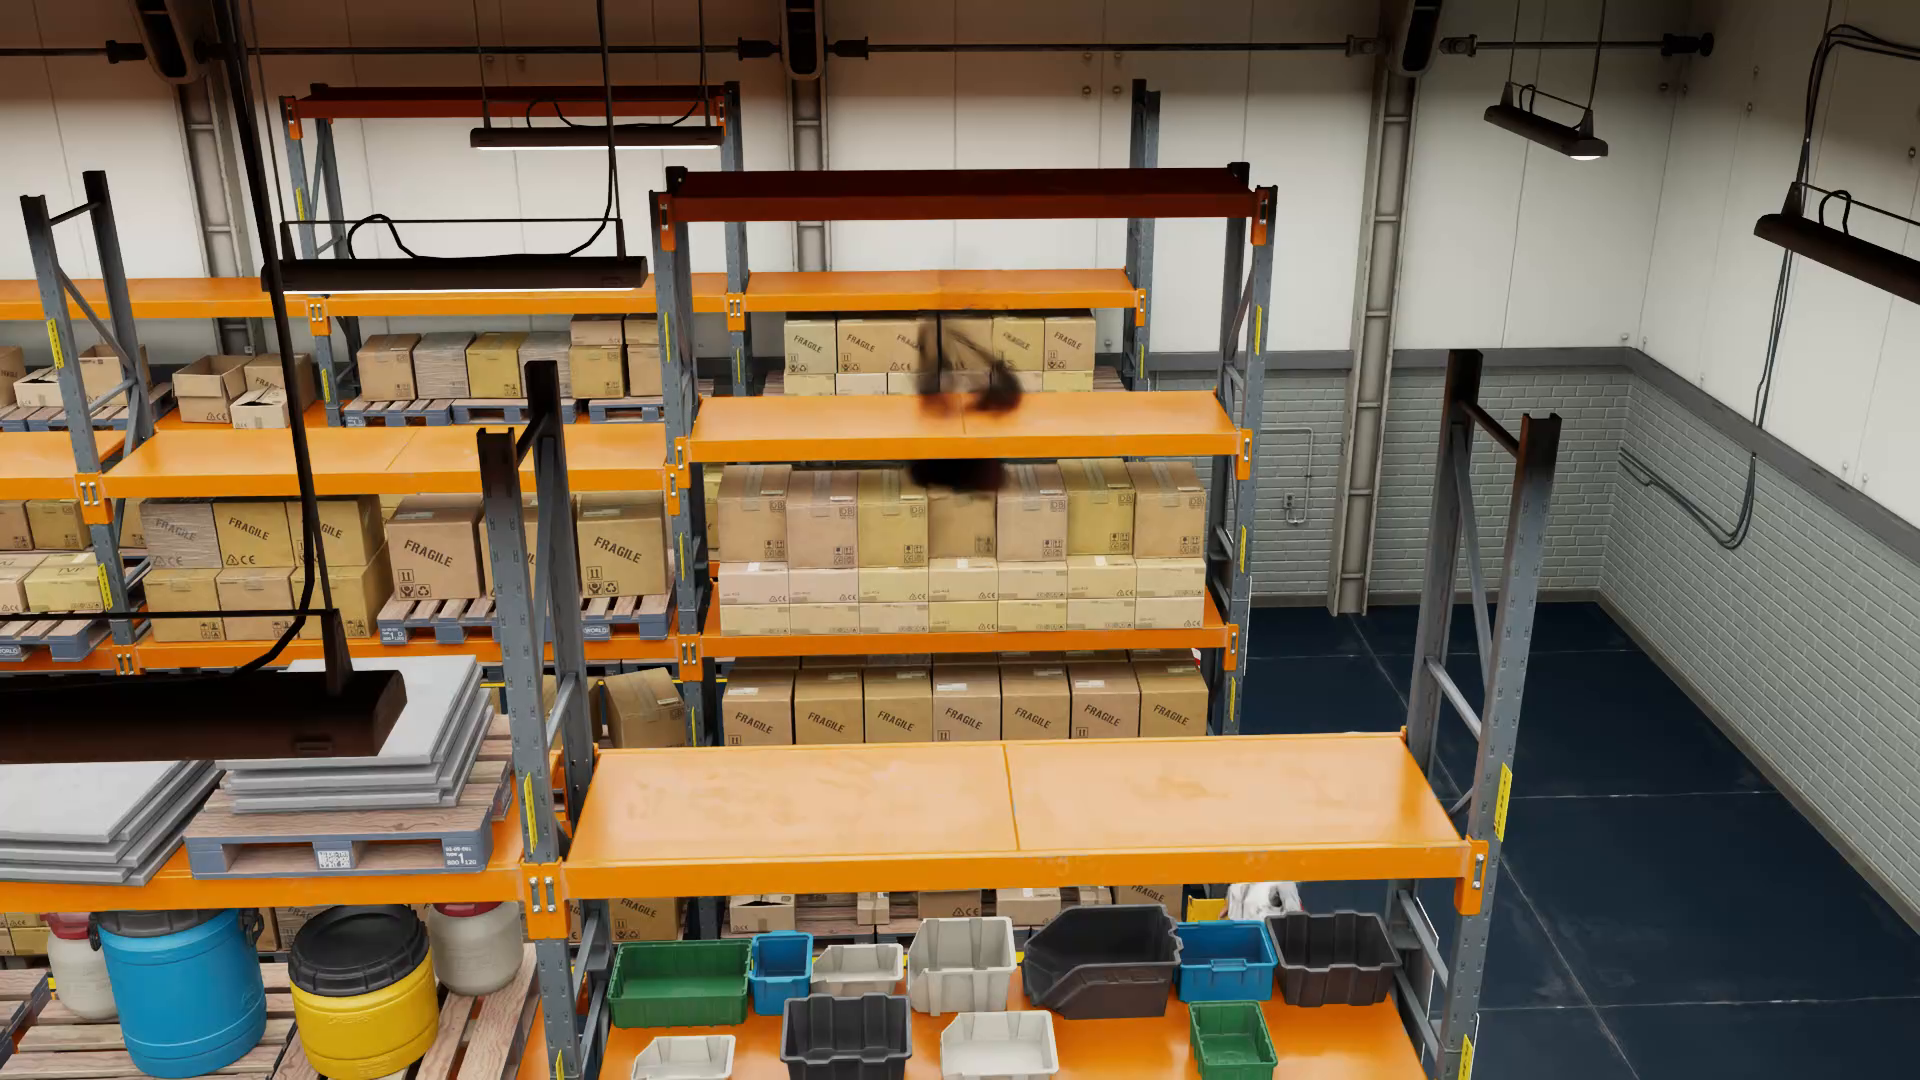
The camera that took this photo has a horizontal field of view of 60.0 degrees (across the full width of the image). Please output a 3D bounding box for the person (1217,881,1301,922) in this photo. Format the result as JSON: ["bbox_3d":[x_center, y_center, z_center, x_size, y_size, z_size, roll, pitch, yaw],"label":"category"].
[{"bbox_3d":[2.063,2.838,11.796,0.698,1.767,0.856,20,30,40],"label":"person"}]
